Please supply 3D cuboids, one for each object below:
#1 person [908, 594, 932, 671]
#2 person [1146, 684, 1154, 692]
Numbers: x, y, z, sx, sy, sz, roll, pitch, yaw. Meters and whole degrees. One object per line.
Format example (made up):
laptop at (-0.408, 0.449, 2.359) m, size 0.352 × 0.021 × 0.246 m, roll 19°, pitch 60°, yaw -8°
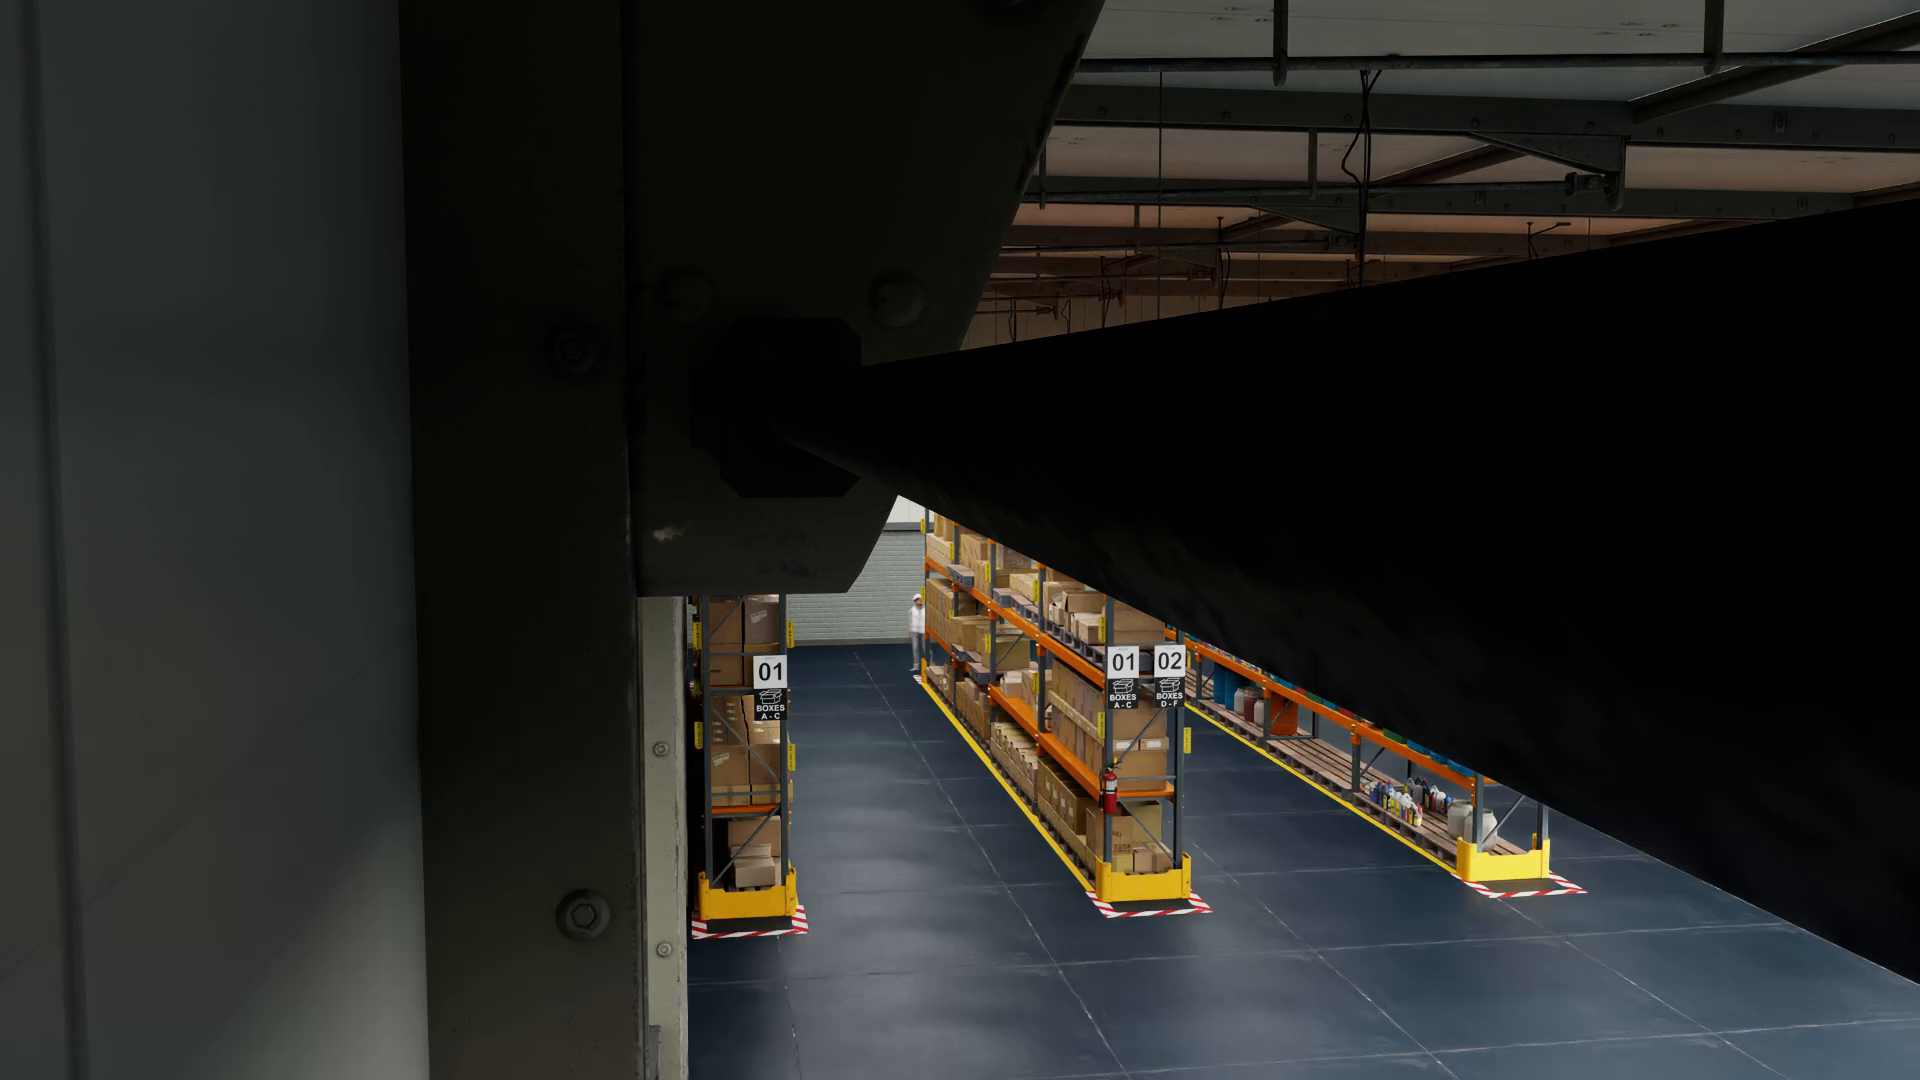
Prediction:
person at (-0.913, 2.105, 38.033) m, size 0.541 × 1.745 × 0.673 m, roll 2°, pitch 5°, yaw 17°
person at (3.679, 2.682, 31.362) m, size 0.417 × 1.770 × 0.620 m, roll -2°, pitch 5°, yaw -22°
